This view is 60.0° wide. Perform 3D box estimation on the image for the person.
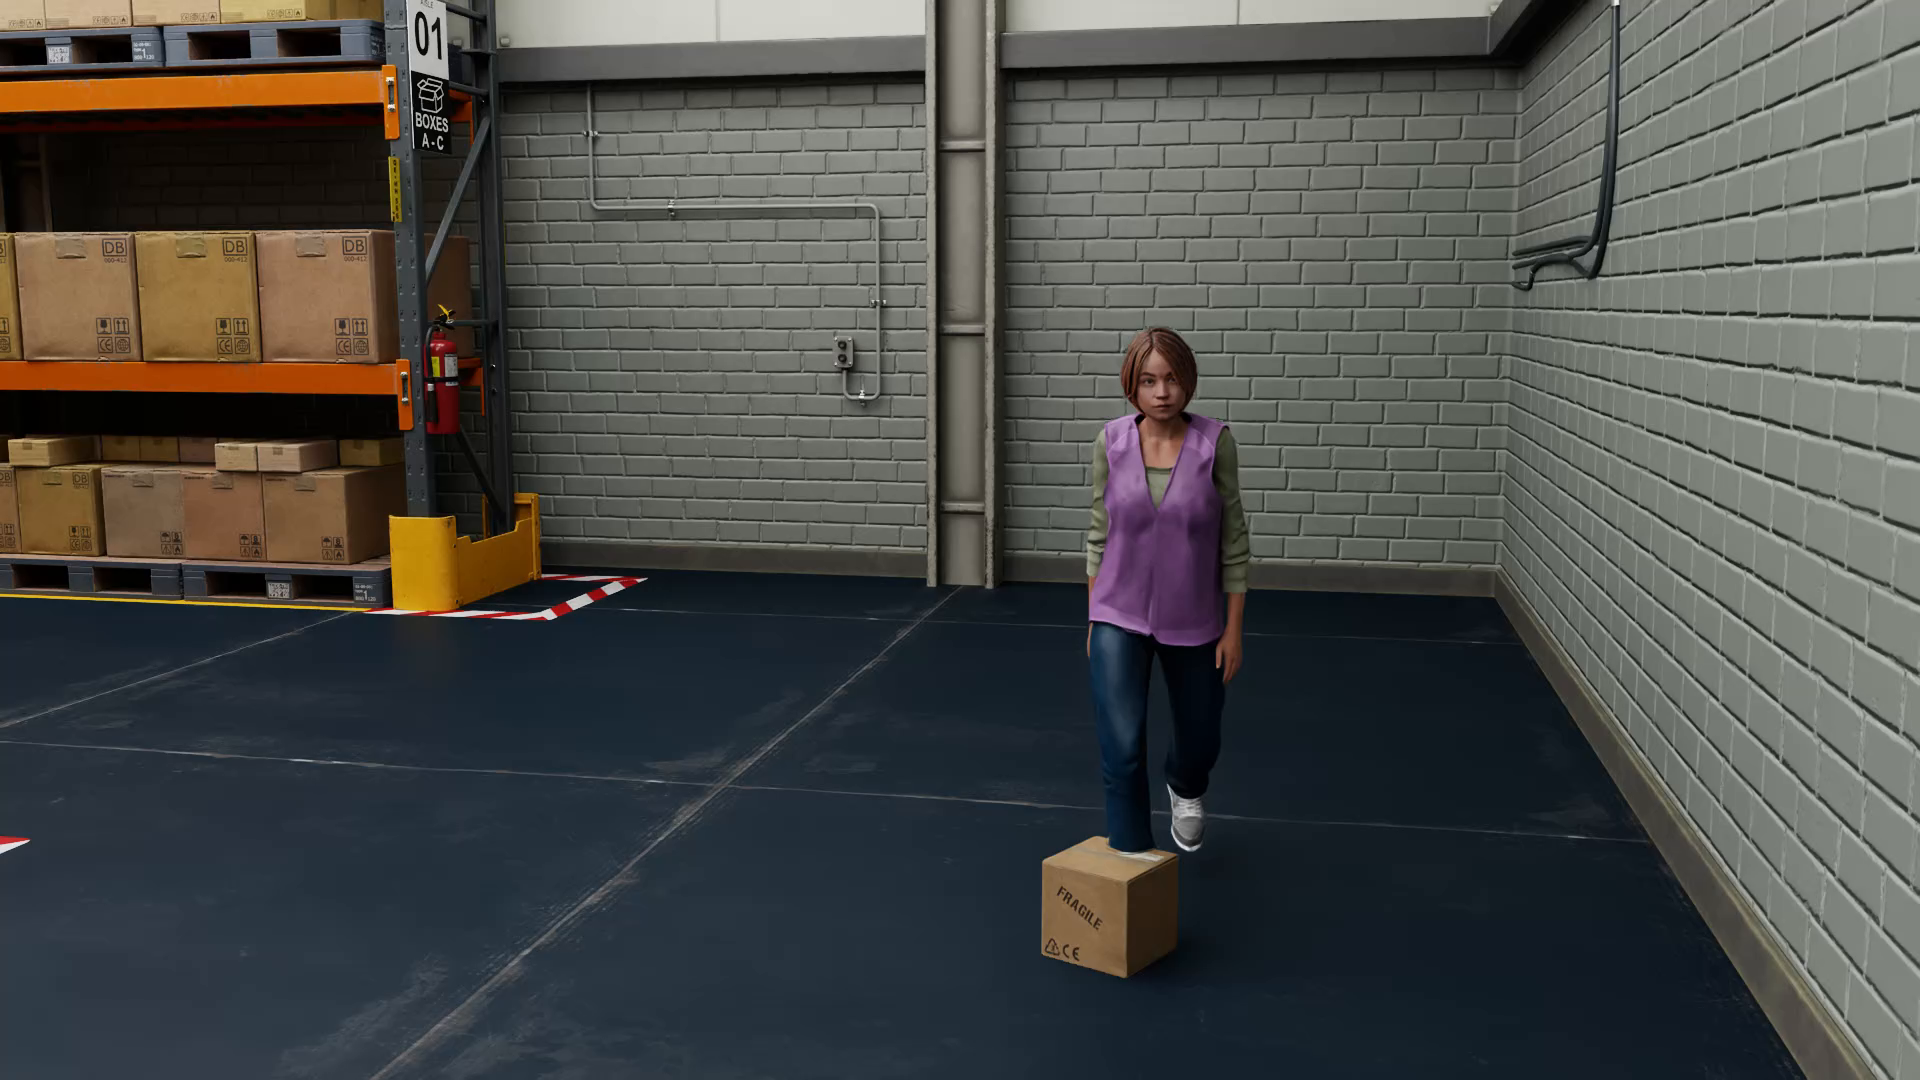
[{"bbox_3d":[0.546,0.219,4.380,0.423,1.530,0.872,1,8,8],"label":"person"}]
